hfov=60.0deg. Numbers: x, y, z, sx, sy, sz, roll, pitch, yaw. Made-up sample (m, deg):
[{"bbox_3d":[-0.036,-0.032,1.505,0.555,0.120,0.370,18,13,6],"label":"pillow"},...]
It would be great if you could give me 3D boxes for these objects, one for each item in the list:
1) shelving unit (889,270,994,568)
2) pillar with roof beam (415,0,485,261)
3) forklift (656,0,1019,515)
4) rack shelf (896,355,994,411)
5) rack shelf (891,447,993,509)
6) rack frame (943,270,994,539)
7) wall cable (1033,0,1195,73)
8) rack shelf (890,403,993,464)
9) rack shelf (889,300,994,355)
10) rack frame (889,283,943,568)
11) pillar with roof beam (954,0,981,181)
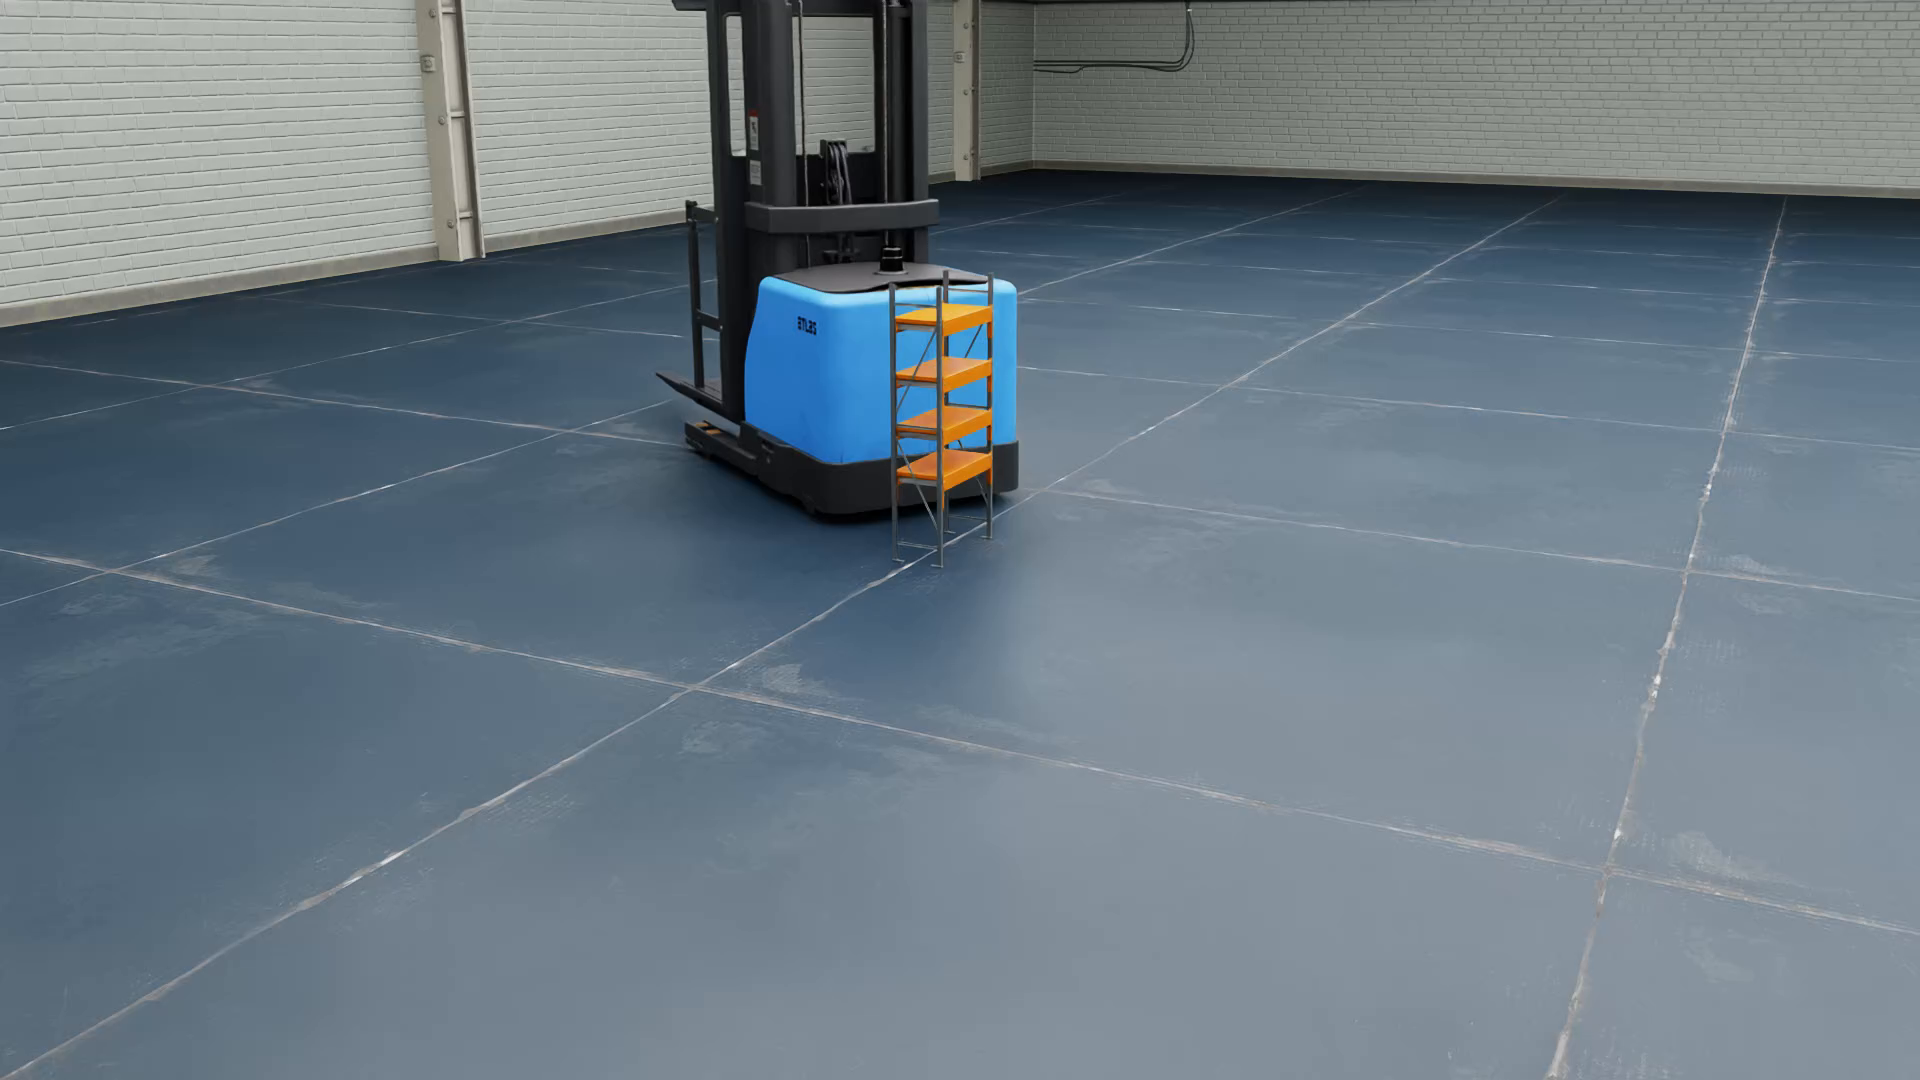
[{"bbox_3d":[-0.074,-0.533,7.212,0.258,1.200,0.503,8,18,25],"label":"shelving unit"},{"bbox_3d":[-1.391,-6.727,14.369,9.100,9.000,0.400,8,18,25],"label":"pillar with roof beam"},{"bbox_3d":[-0.857,-1.892,8.748,1.130,2.935,3.031,-9,19,-27],"label":"forklift"},{"bbox_3d":[-0.074,-0.683,7.167,0.258,0.148,0.480,8,18,25],"label":"rack shelf"},{"bbox_3d":[-0.074,-0.278,7.287,0.258,0.148,0.480,8,18,25],"label":"rack shelf"},{"bbox_3d":[0.035,-0.595,7.421,0.240,1.200,0.015,8,18,25],"label":"rack frame"},{"bbox_3d":[2.619,-9.425,28.906,3.097,2.526,0.112,8,18,25],"label":"wall cable"},{"bbox_3d":[-0.074,-0.469,7.231,0.258,0.148,0.480,8,18,25],"label":"rack shelf"},{"bbox_3d":[-0.074,-0.910,7.100,0.258,0.148,0.480,8,18,25],"label":"rack shelf"},{"bbox_3d":[-0.183,-0.471,7.002,0.240,1.200,0.015,8,18,25],"label":"rack frame"},{"bbox_3d":[3.971,-9.784,24.660,9.100,9.000,0.400,8,18,25],"label":"pillar with roof beam"}]
